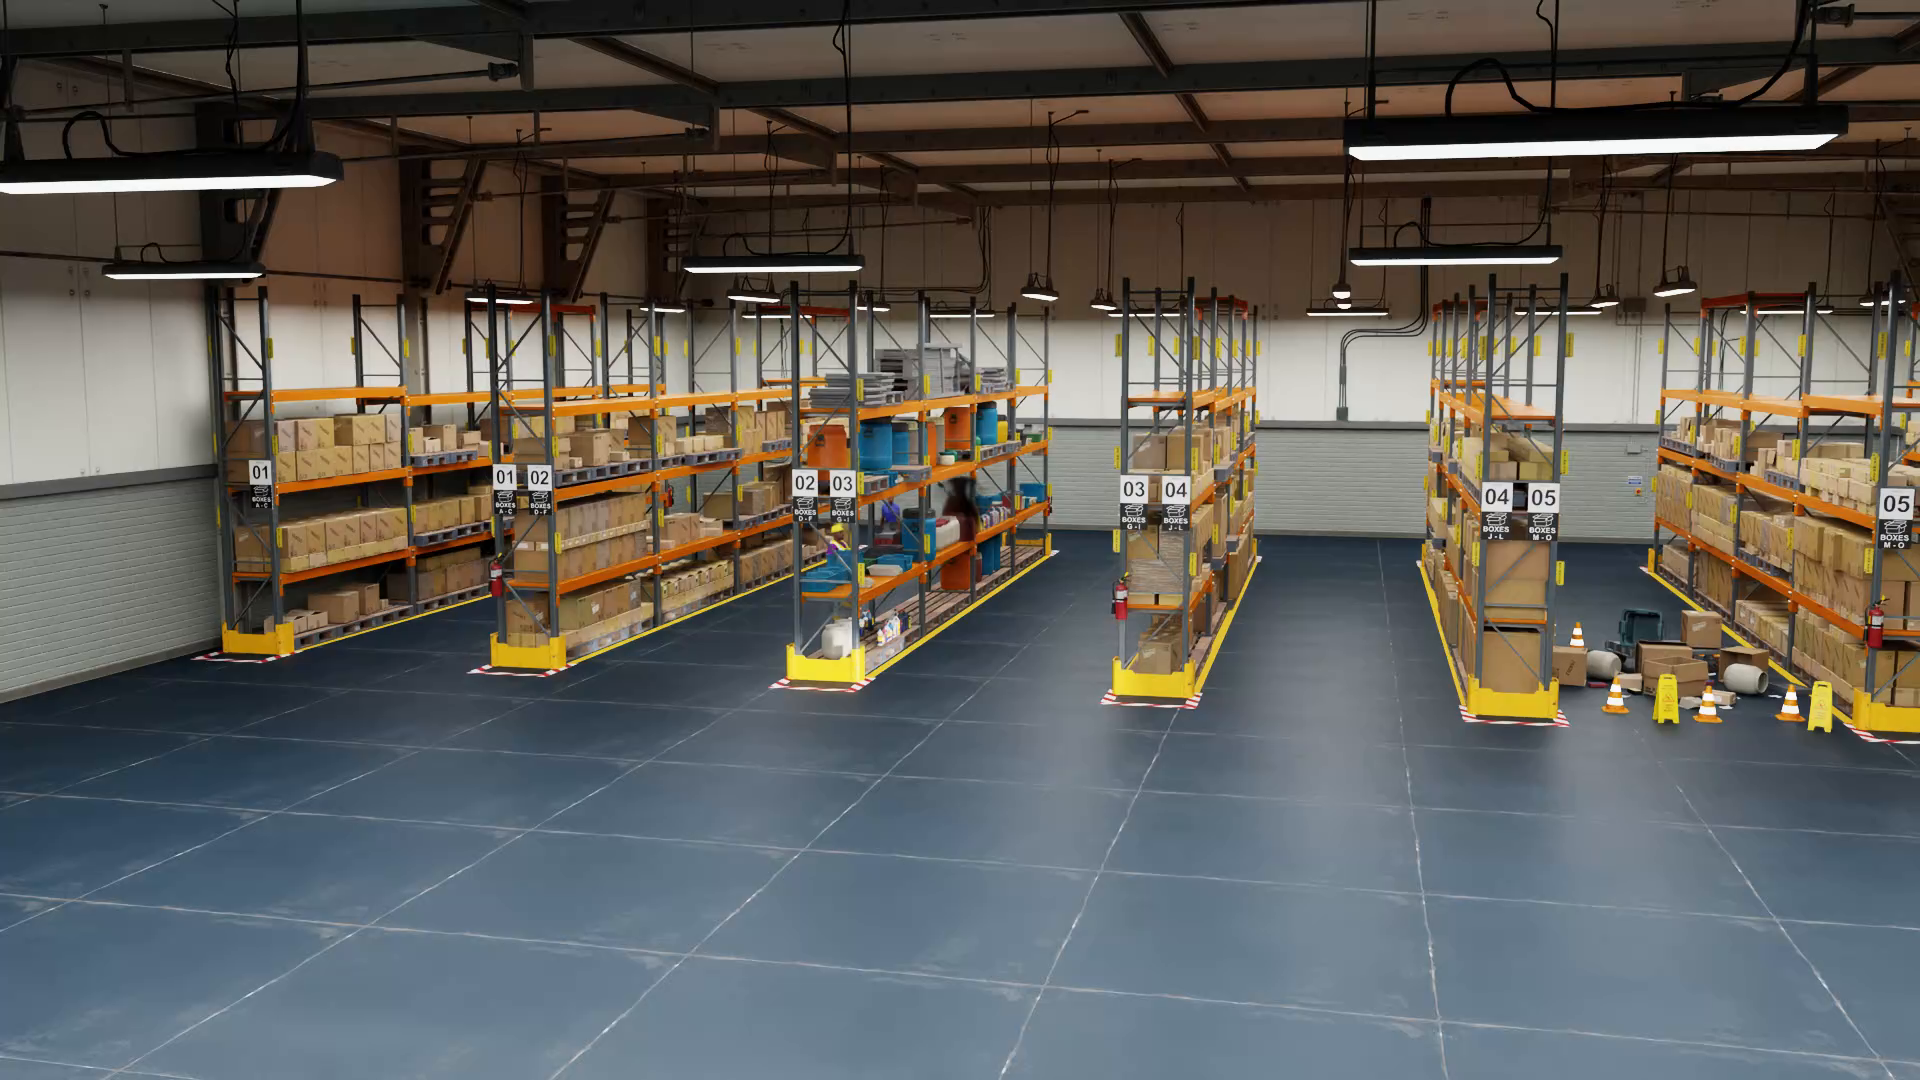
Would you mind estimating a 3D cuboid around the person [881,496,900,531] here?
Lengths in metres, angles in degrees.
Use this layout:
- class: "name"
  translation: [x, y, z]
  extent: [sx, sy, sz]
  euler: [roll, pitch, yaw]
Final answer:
- class: "person"
  translation: [-1.642, -0.302, 39.238]
  extent: [0.498, 1.595, 0.931]
  euler: [1, 7, 8]

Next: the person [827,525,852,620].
- class: "person"
  translation: [-2.135, 0.603, 30.344]
  extent: [0.500, 1.761, 0.637]
  euler: [4, 8, 31]
